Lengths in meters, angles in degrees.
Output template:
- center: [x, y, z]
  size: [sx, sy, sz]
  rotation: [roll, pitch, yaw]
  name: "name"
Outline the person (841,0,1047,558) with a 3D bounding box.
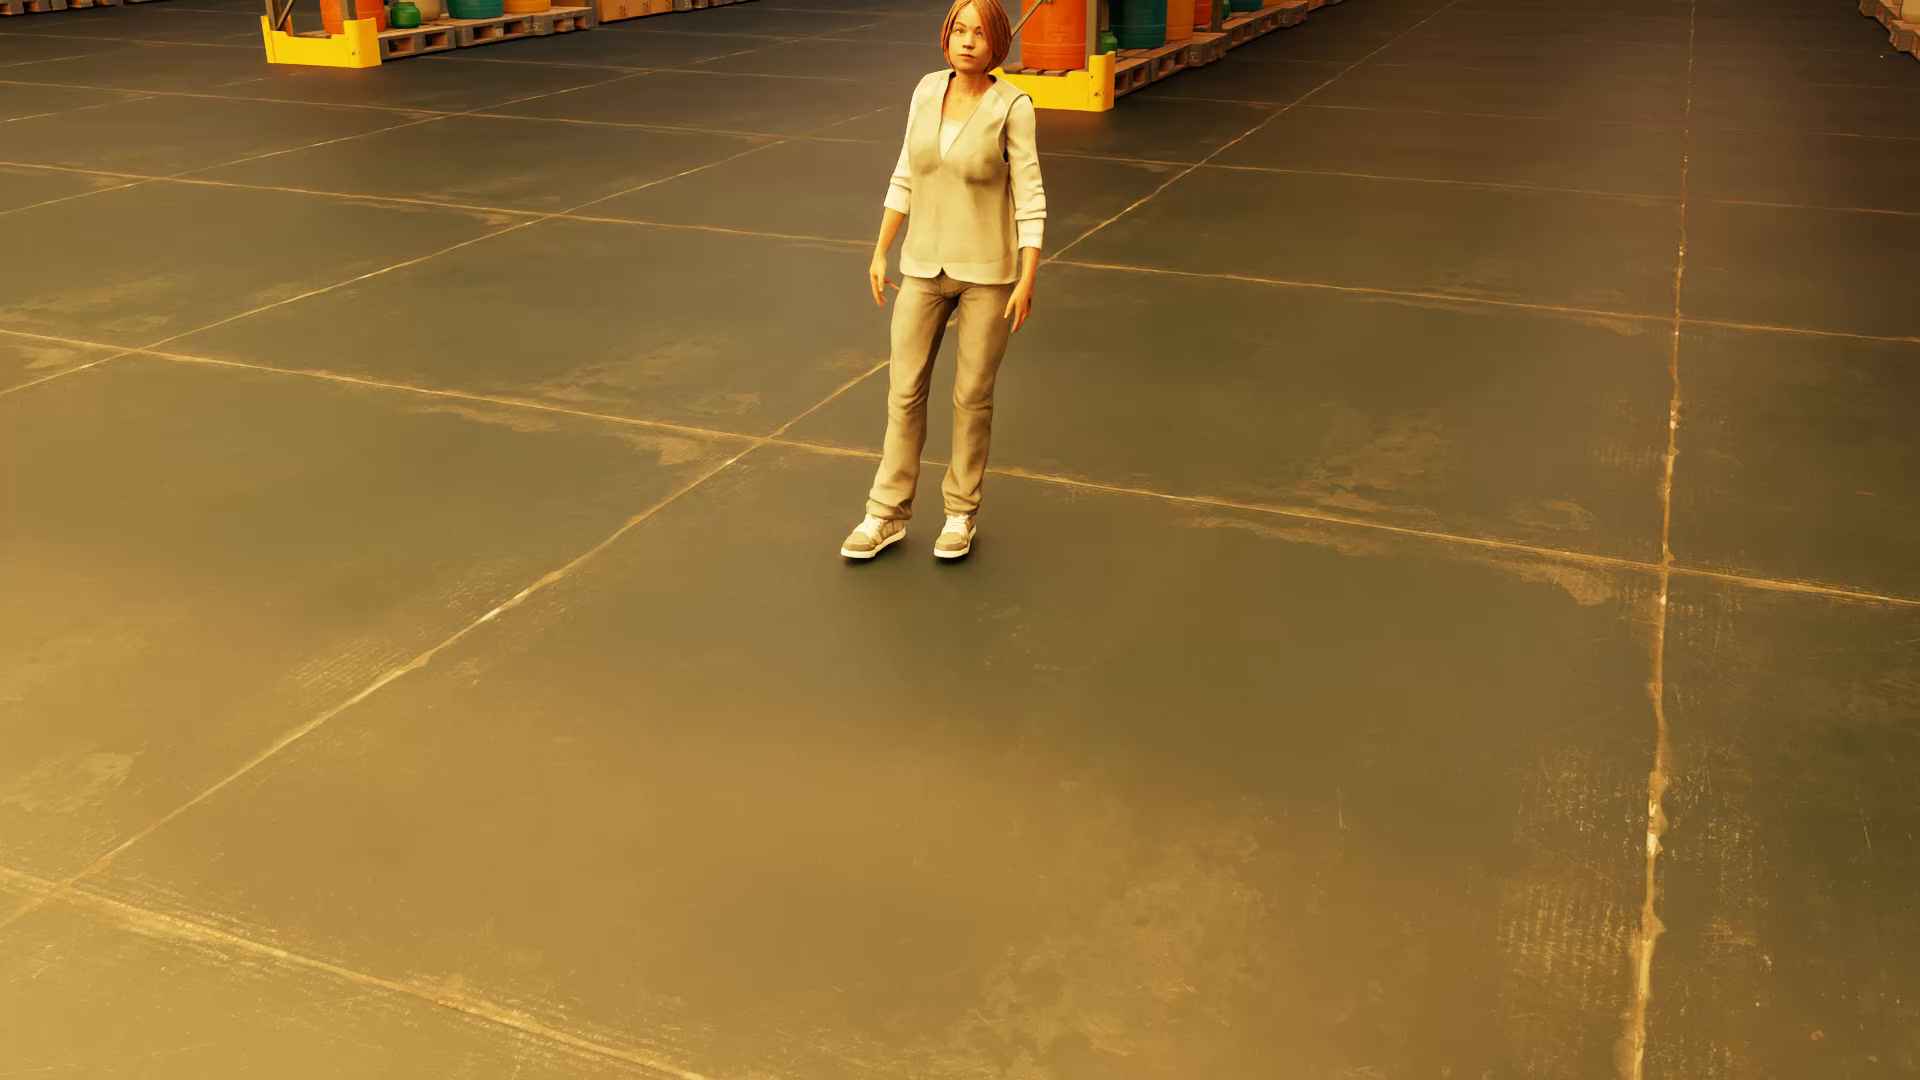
- center: [-0.041, -0.720, 4.725]
  size: [0.520, 1.597, 0.475]
  rotation: [9, 24, 21]
  name: "person"
